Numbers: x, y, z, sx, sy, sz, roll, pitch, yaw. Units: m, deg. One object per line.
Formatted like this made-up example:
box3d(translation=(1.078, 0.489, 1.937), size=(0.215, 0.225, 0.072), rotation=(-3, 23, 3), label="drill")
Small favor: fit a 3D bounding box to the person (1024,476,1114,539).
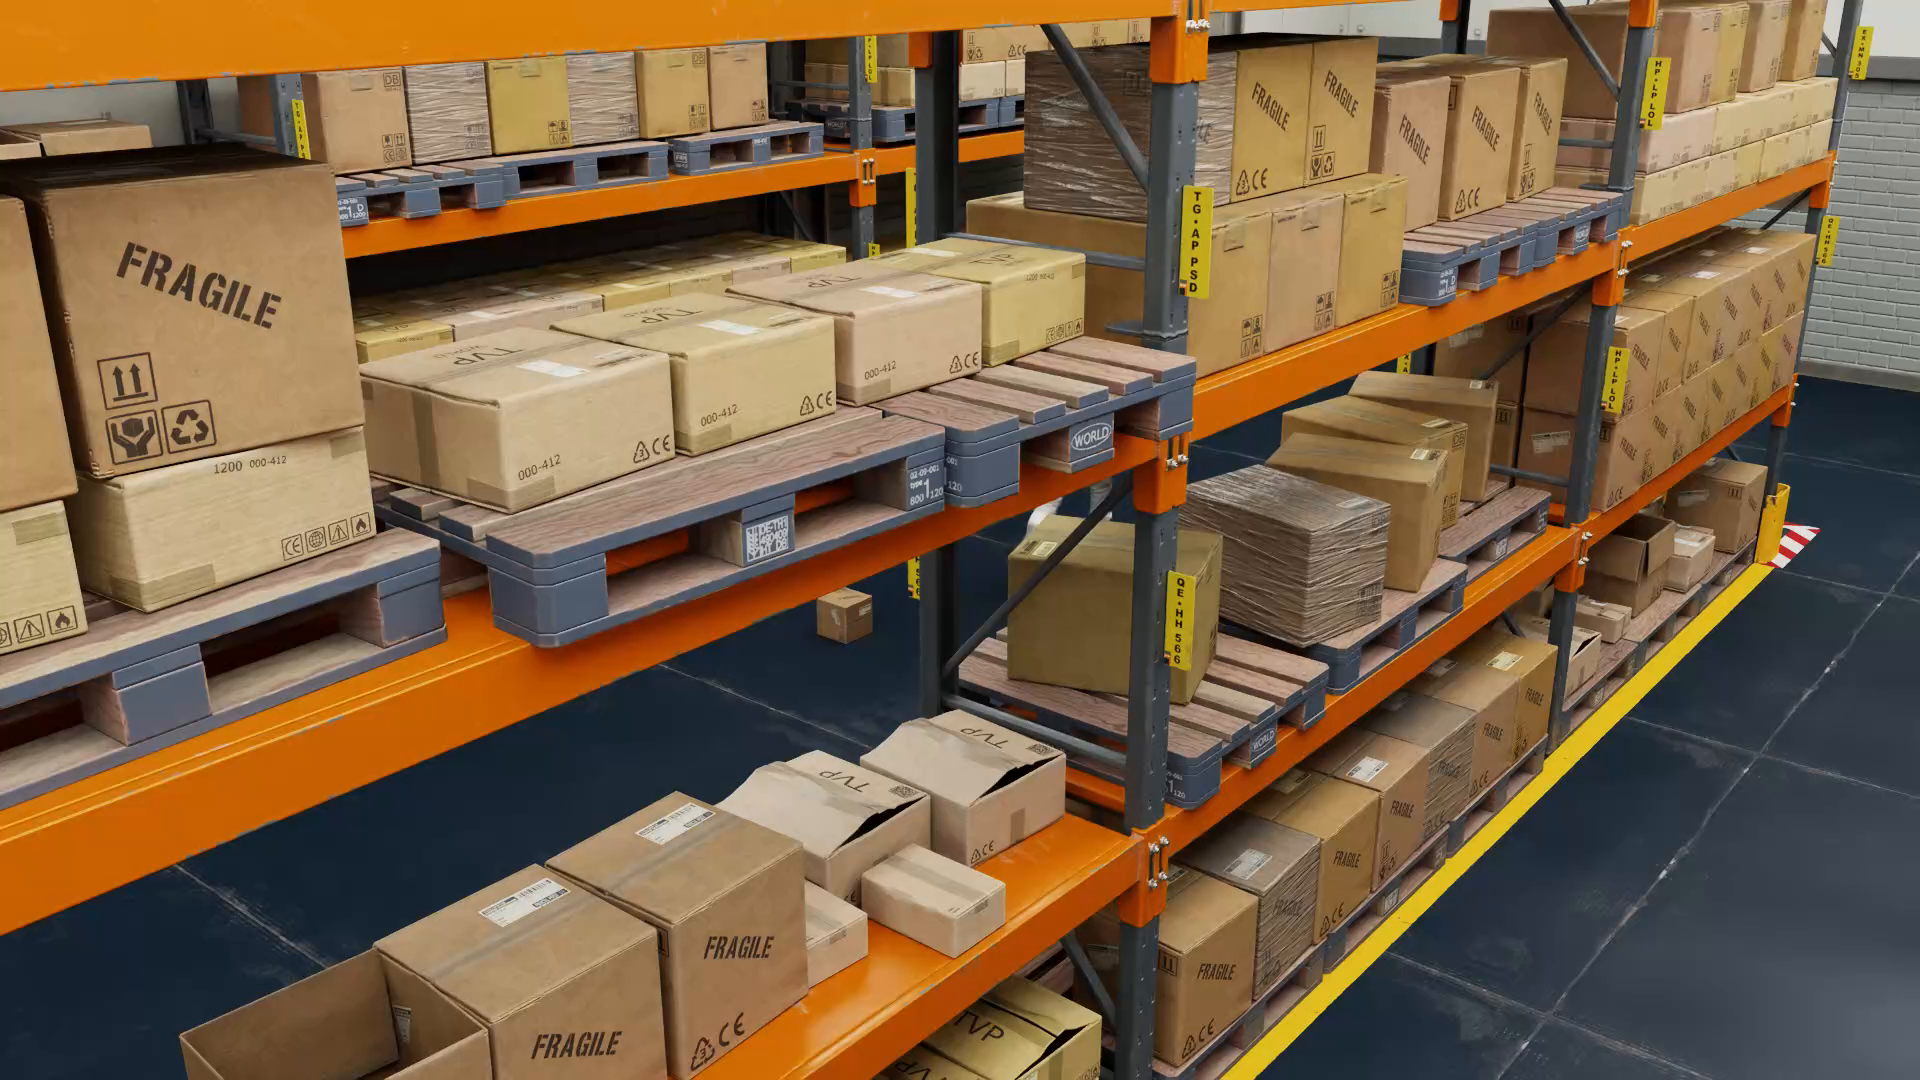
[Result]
box3d(translation=(0.789, -0.666, 11.390), size=(0.585, 1.742, 1.078), rotation=(11, 23, 28), label="person")
